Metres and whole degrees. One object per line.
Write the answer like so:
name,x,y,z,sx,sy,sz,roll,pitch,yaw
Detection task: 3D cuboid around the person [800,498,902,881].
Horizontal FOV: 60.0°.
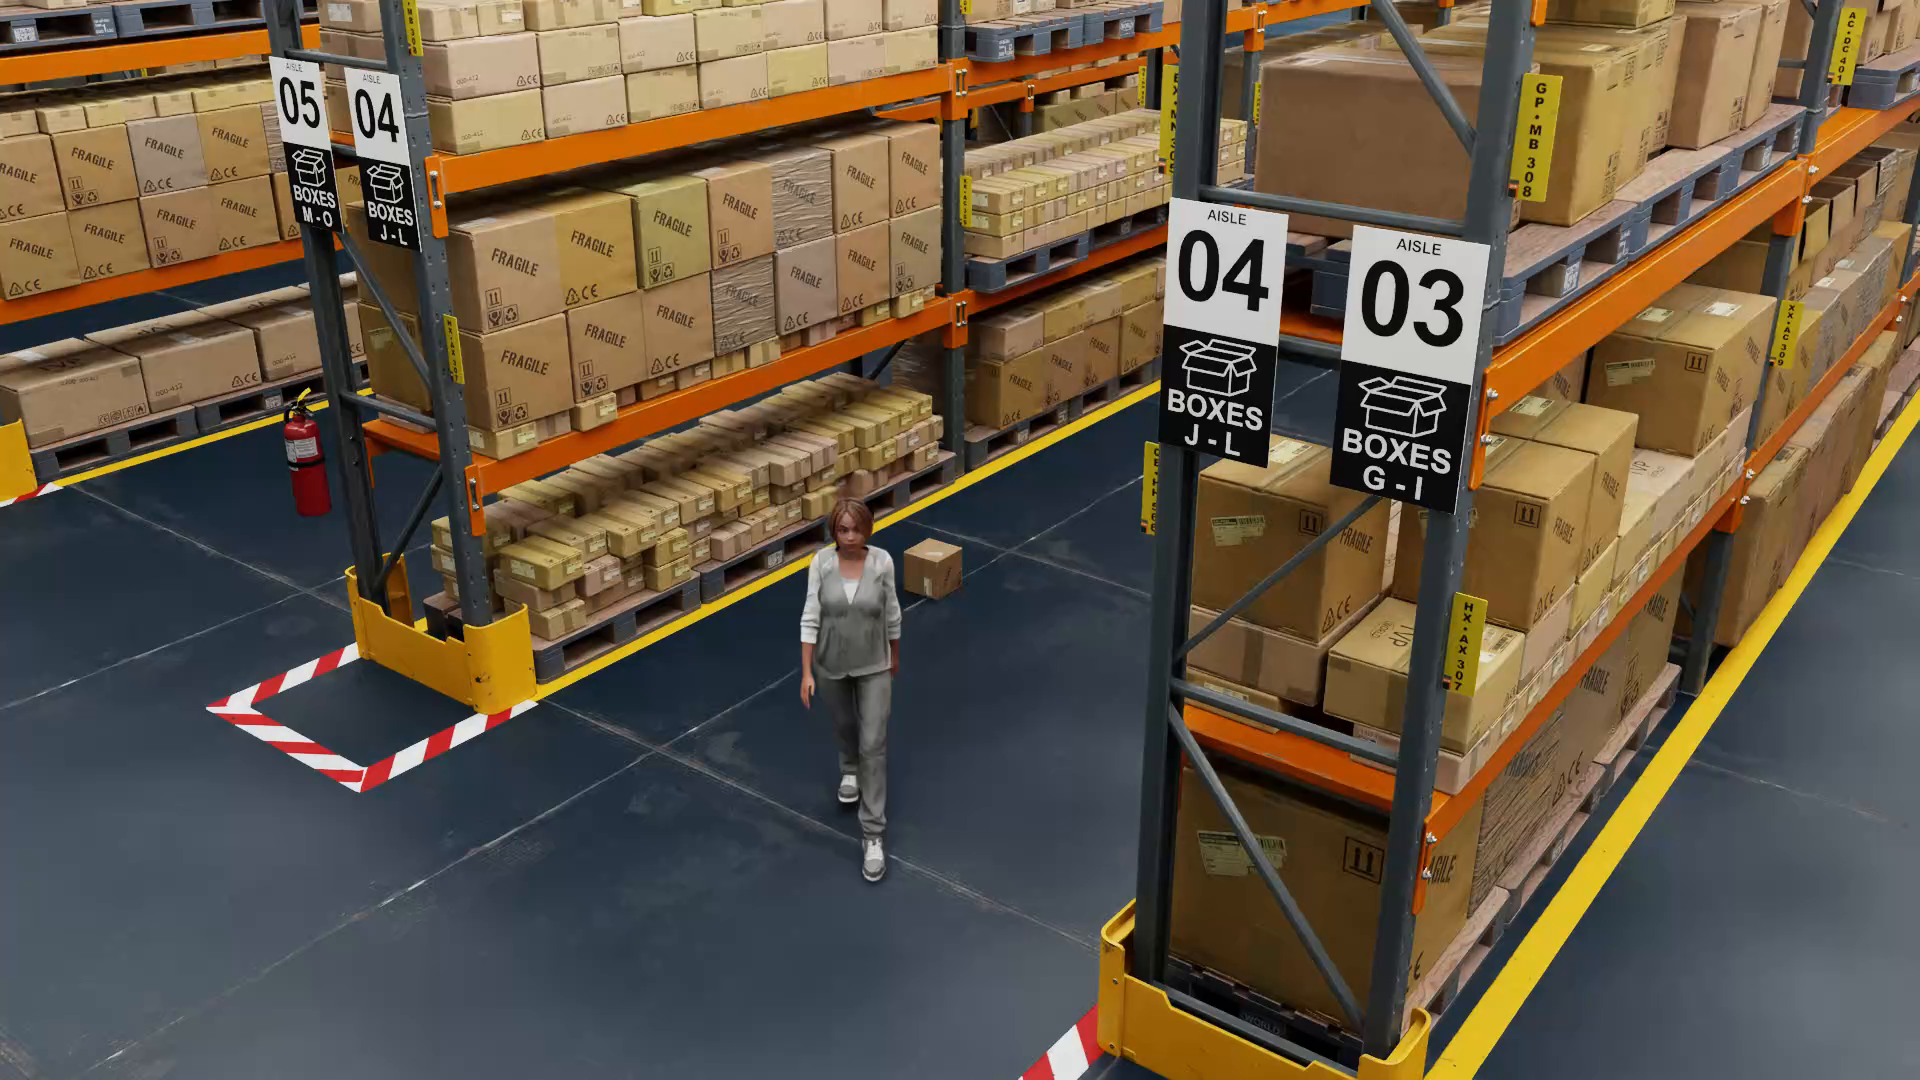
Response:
person,-0.481,0.589,7.256,0.424,1.567,0.850,1,24,3
